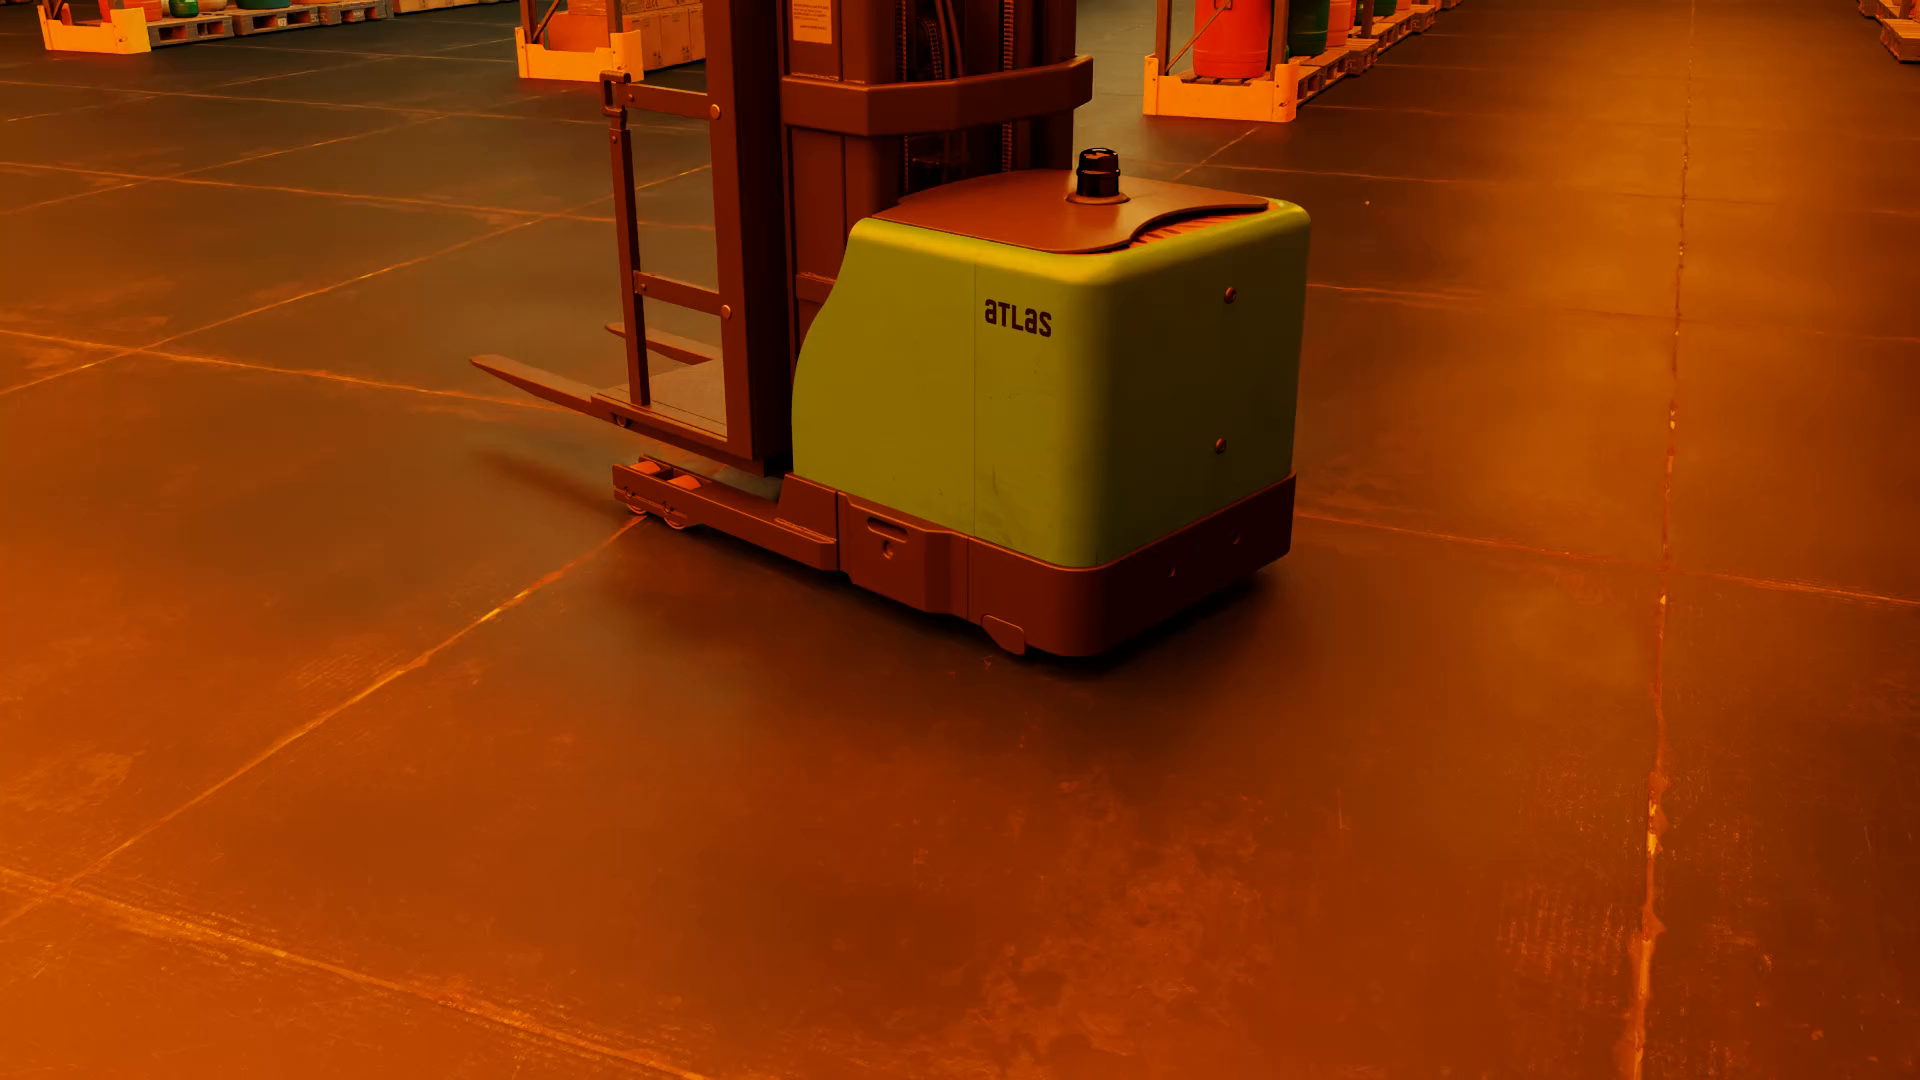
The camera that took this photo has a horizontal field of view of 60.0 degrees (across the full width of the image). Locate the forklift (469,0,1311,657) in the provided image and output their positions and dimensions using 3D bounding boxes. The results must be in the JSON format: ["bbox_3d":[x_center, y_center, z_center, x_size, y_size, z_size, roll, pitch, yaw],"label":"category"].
[{"bbox_3d":[-0.464,-1.516,4.919,3.031,2.935,1.130,19,30,38],"label":"forklift"}]
